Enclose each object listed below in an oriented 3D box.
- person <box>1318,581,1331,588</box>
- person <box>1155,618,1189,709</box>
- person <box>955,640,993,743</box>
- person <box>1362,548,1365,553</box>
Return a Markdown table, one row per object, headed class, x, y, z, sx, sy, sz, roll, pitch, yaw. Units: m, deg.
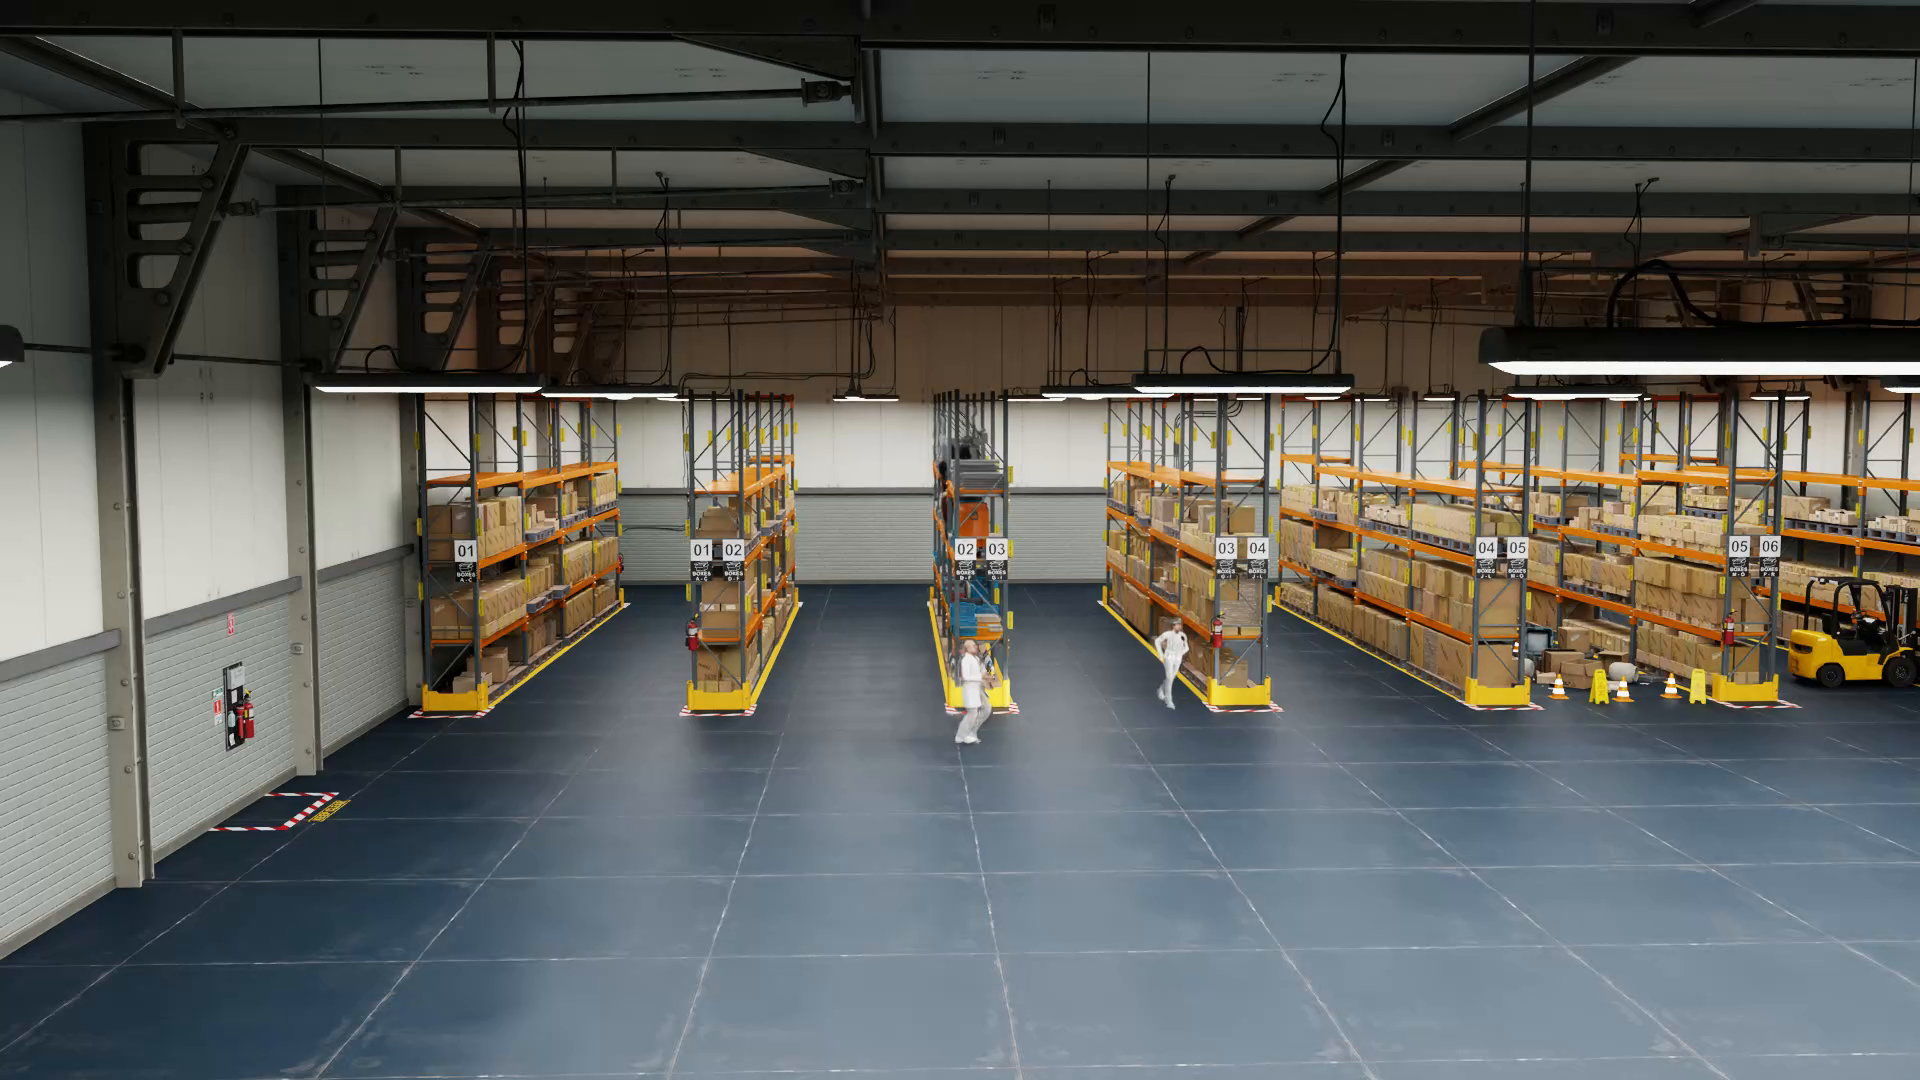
| class | x | y | z | sx | sy | sz | roll | pitch | yaw |
| --- | --- | --- | --- | --- | --- | --- | --- | --- | --- |
| person | 10.563 | 0.956 | 48.661 | 0.594 | 1.595 | 0.556 | -5 | 7 | -44 |
| person | 4.061 | 2.317 | 31.723 | 0.638 | 1.701 | 0.853 | -2 | 5 | -19 |
| person | 0.262 | 2.565 | 28.001 | 0.695 | 1.776 | 0.691 | 2 | 5 | 20 |
| person | 11.124 | 1.093 | 46.050 | 0.705 | 1.742 | 0.831 | 0 | 5 | -2 |
